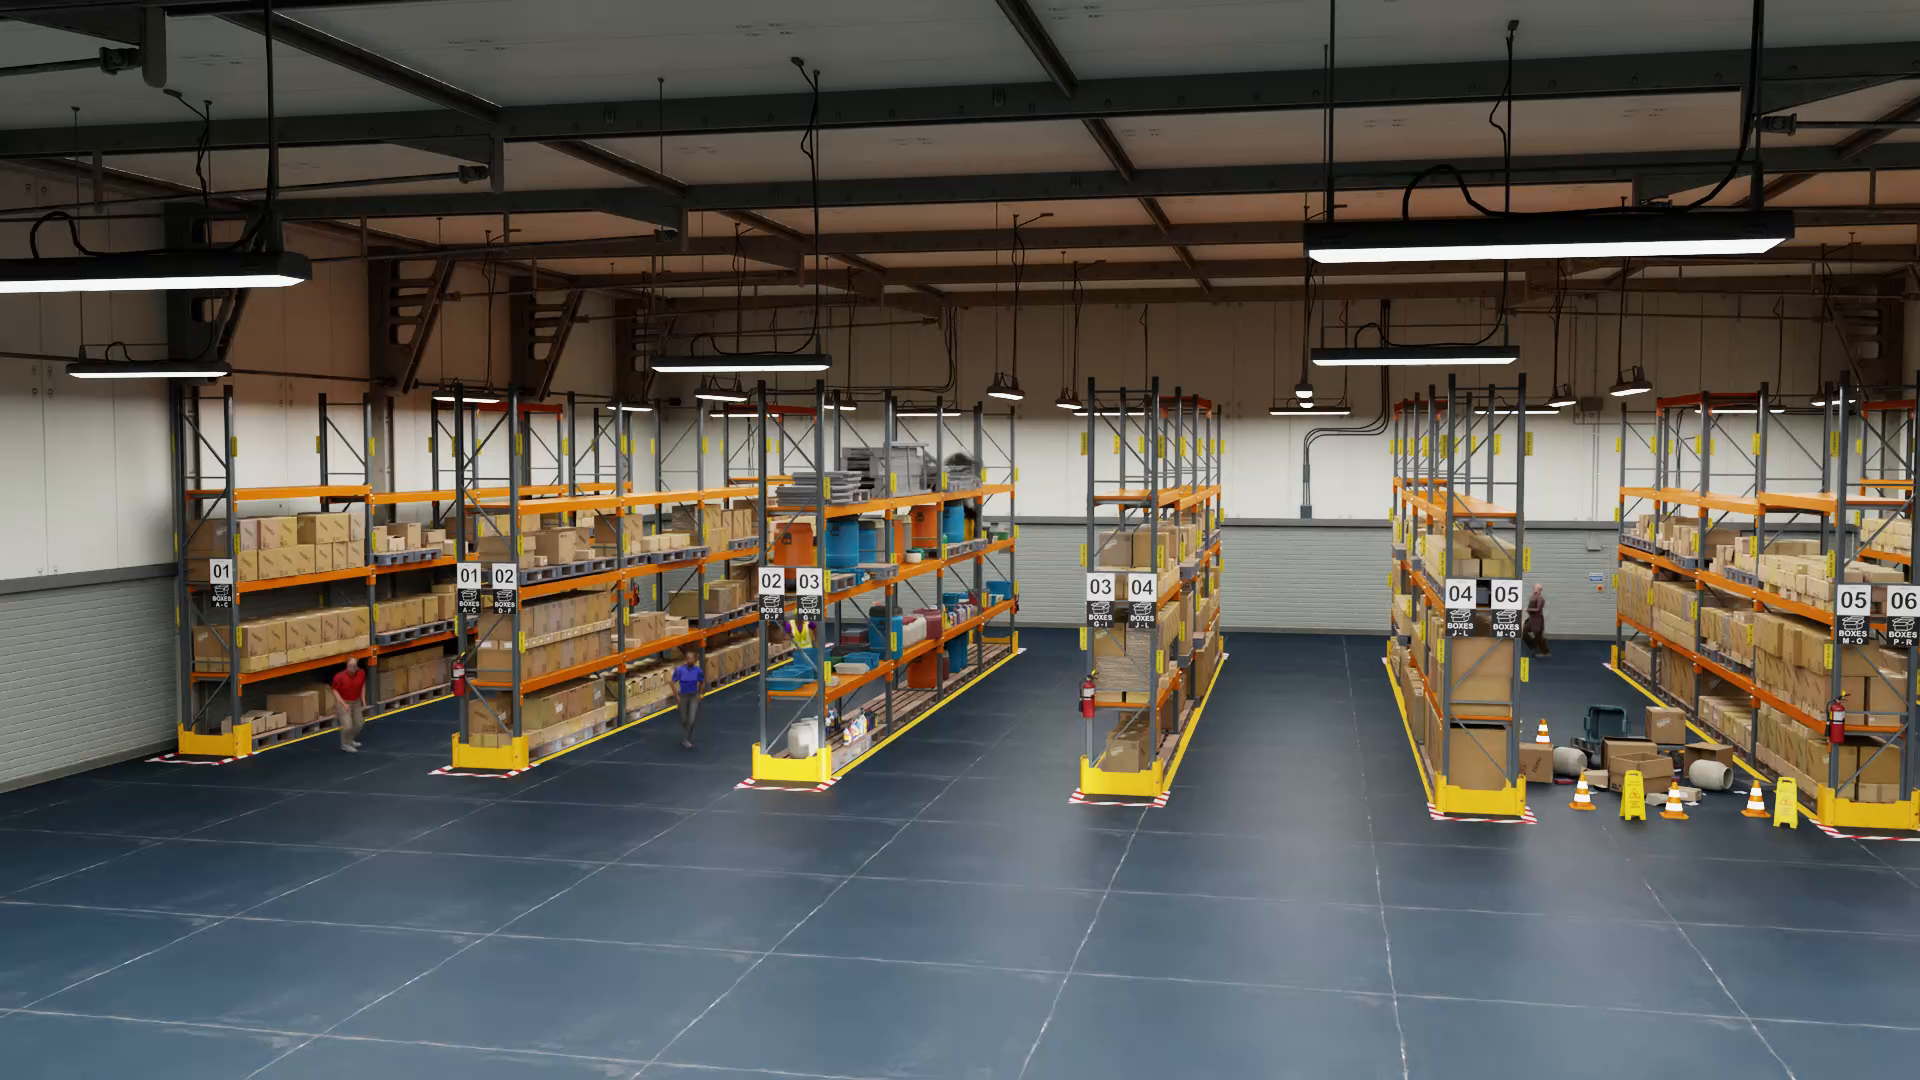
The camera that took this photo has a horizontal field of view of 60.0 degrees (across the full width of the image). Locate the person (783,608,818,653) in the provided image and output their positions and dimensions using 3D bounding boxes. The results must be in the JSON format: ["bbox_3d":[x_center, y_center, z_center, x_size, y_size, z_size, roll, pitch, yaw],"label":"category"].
[{"bbox_3d":[-3.257,2.226,34.109,0.714,1.737,0.981,0,3,3],"label":"person"}]

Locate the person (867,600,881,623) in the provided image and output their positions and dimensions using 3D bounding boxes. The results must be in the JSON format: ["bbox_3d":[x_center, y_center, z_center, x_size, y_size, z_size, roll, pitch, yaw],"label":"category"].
[{"bbox_3d":[-1.798,2.147,36.351,0.704,1.667,0.781,2,4,26],"label":"person"}]

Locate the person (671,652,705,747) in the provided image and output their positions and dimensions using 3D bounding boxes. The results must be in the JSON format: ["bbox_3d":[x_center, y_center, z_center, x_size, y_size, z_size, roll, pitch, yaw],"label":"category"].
[{"bbox_3d":[-4.557,2.657,27.866,0.573,1.600,0.529,-1,3,-14],"label":"person"}]

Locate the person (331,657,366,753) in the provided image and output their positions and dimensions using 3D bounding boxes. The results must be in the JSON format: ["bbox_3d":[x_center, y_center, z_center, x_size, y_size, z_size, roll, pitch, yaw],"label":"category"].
[{"bbox_3d":[-10.003,2.687,27.175,0.824,1.610,0.685,2,4,38],"label":"person"}]

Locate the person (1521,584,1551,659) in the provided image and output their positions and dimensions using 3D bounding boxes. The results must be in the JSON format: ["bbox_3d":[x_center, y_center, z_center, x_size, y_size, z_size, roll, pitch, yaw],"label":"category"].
[{"bbox_3d":[13.569,1.924,39.248,0.761,1.792,0.680,0,3,-2],"label":"person"}]
